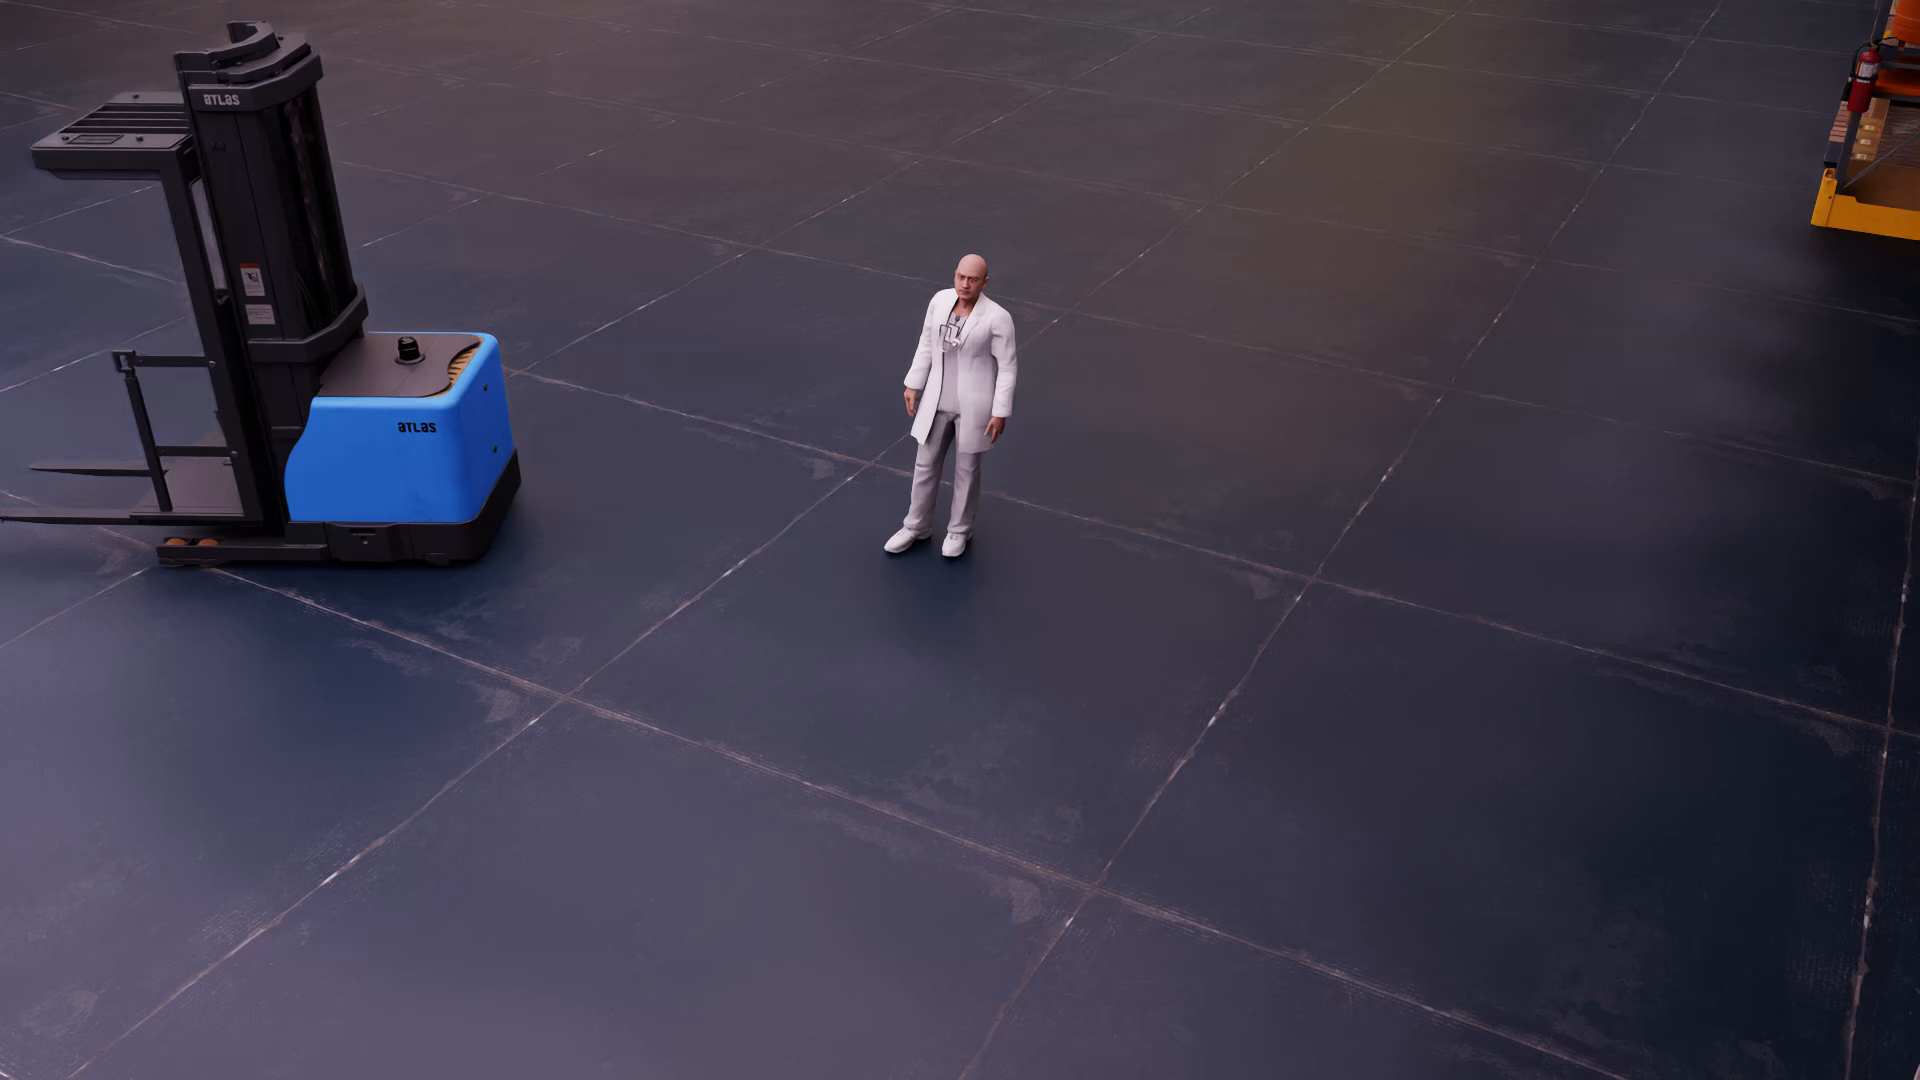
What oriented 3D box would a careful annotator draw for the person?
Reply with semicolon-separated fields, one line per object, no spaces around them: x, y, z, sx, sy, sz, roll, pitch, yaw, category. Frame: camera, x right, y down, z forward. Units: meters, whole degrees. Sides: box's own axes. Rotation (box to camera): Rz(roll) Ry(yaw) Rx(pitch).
-0.048;-0.738;9.489;0.696;1.775;0.581;15;33;25;person

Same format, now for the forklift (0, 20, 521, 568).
-4.290;-1.371;9.445;3.031;2.935;1.130;1;30;1;forklift
